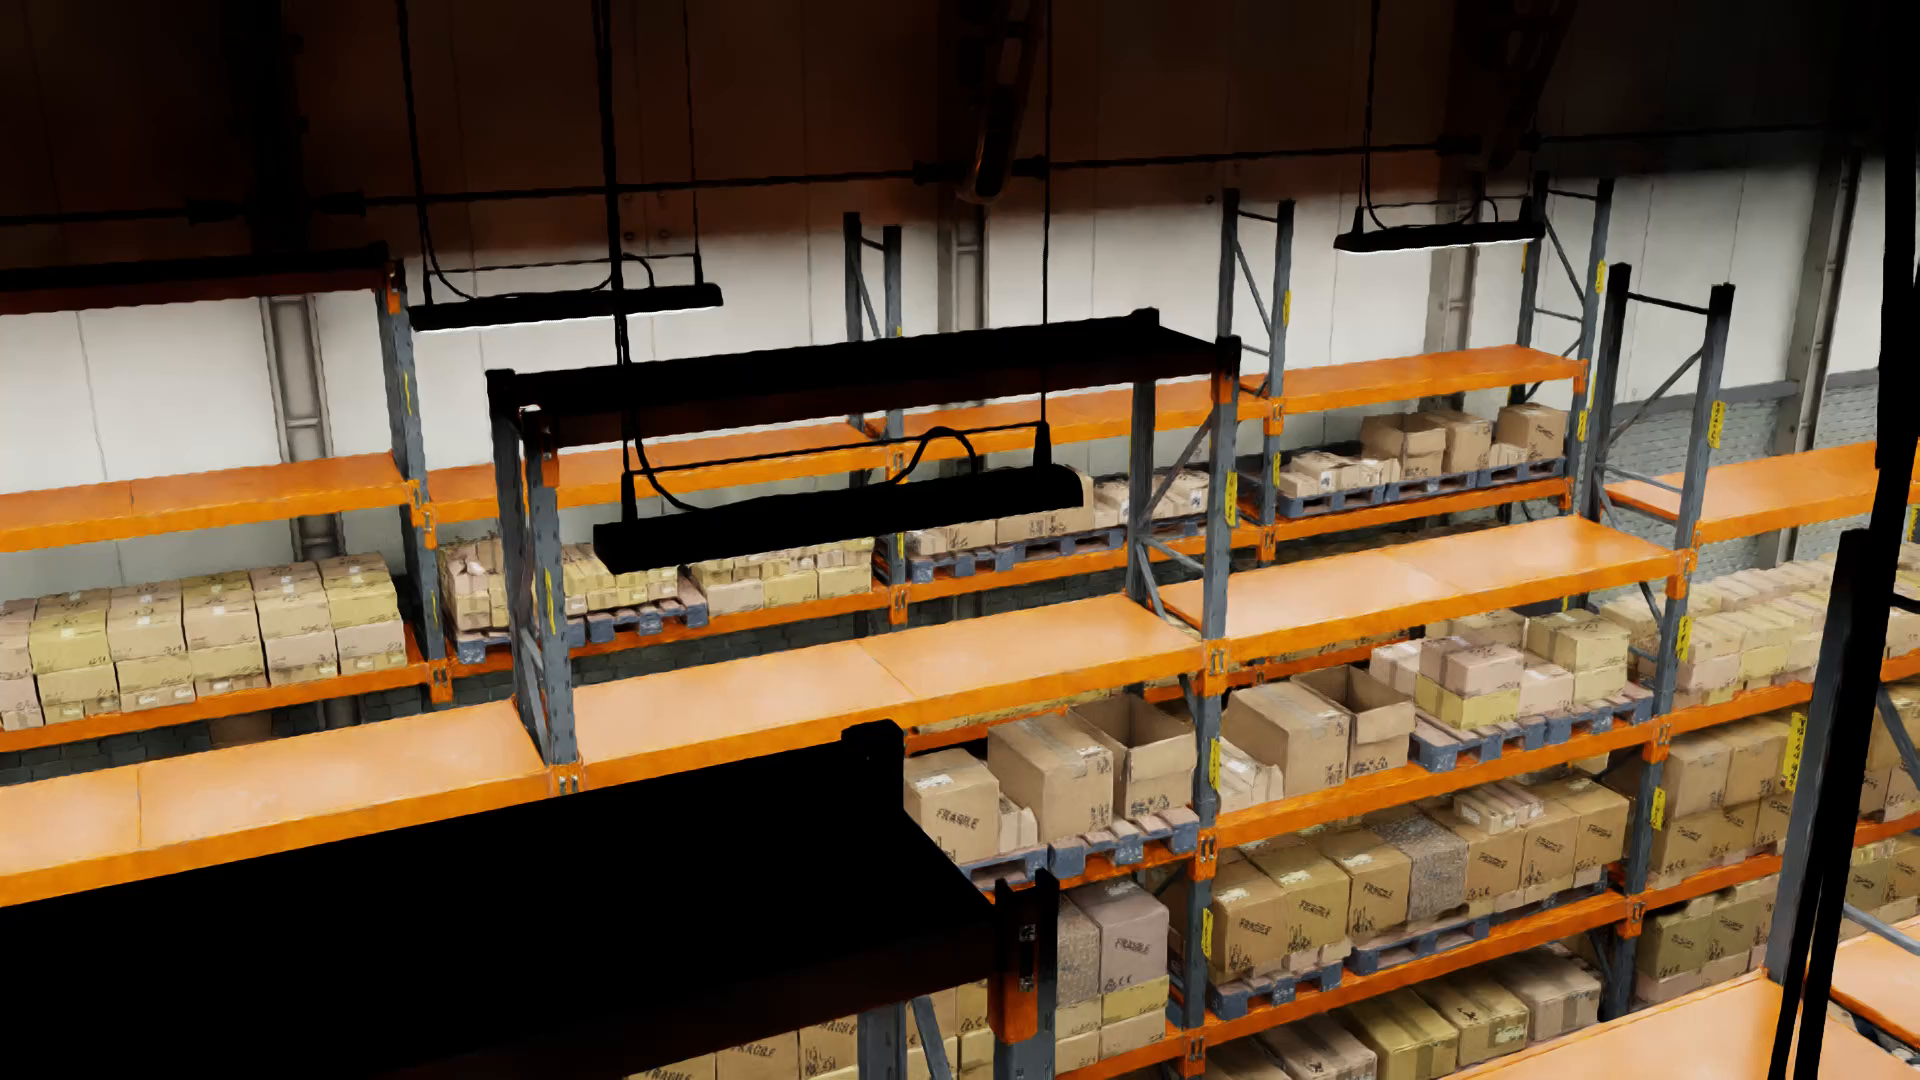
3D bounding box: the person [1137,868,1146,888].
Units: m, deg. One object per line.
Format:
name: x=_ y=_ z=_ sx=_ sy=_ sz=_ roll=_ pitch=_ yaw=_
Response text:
person: x=1.503 y=2.821 z=13.847 sx=0.562 sy=1.668 sz=0.569 roll=2 pitch=19 yaw=5
